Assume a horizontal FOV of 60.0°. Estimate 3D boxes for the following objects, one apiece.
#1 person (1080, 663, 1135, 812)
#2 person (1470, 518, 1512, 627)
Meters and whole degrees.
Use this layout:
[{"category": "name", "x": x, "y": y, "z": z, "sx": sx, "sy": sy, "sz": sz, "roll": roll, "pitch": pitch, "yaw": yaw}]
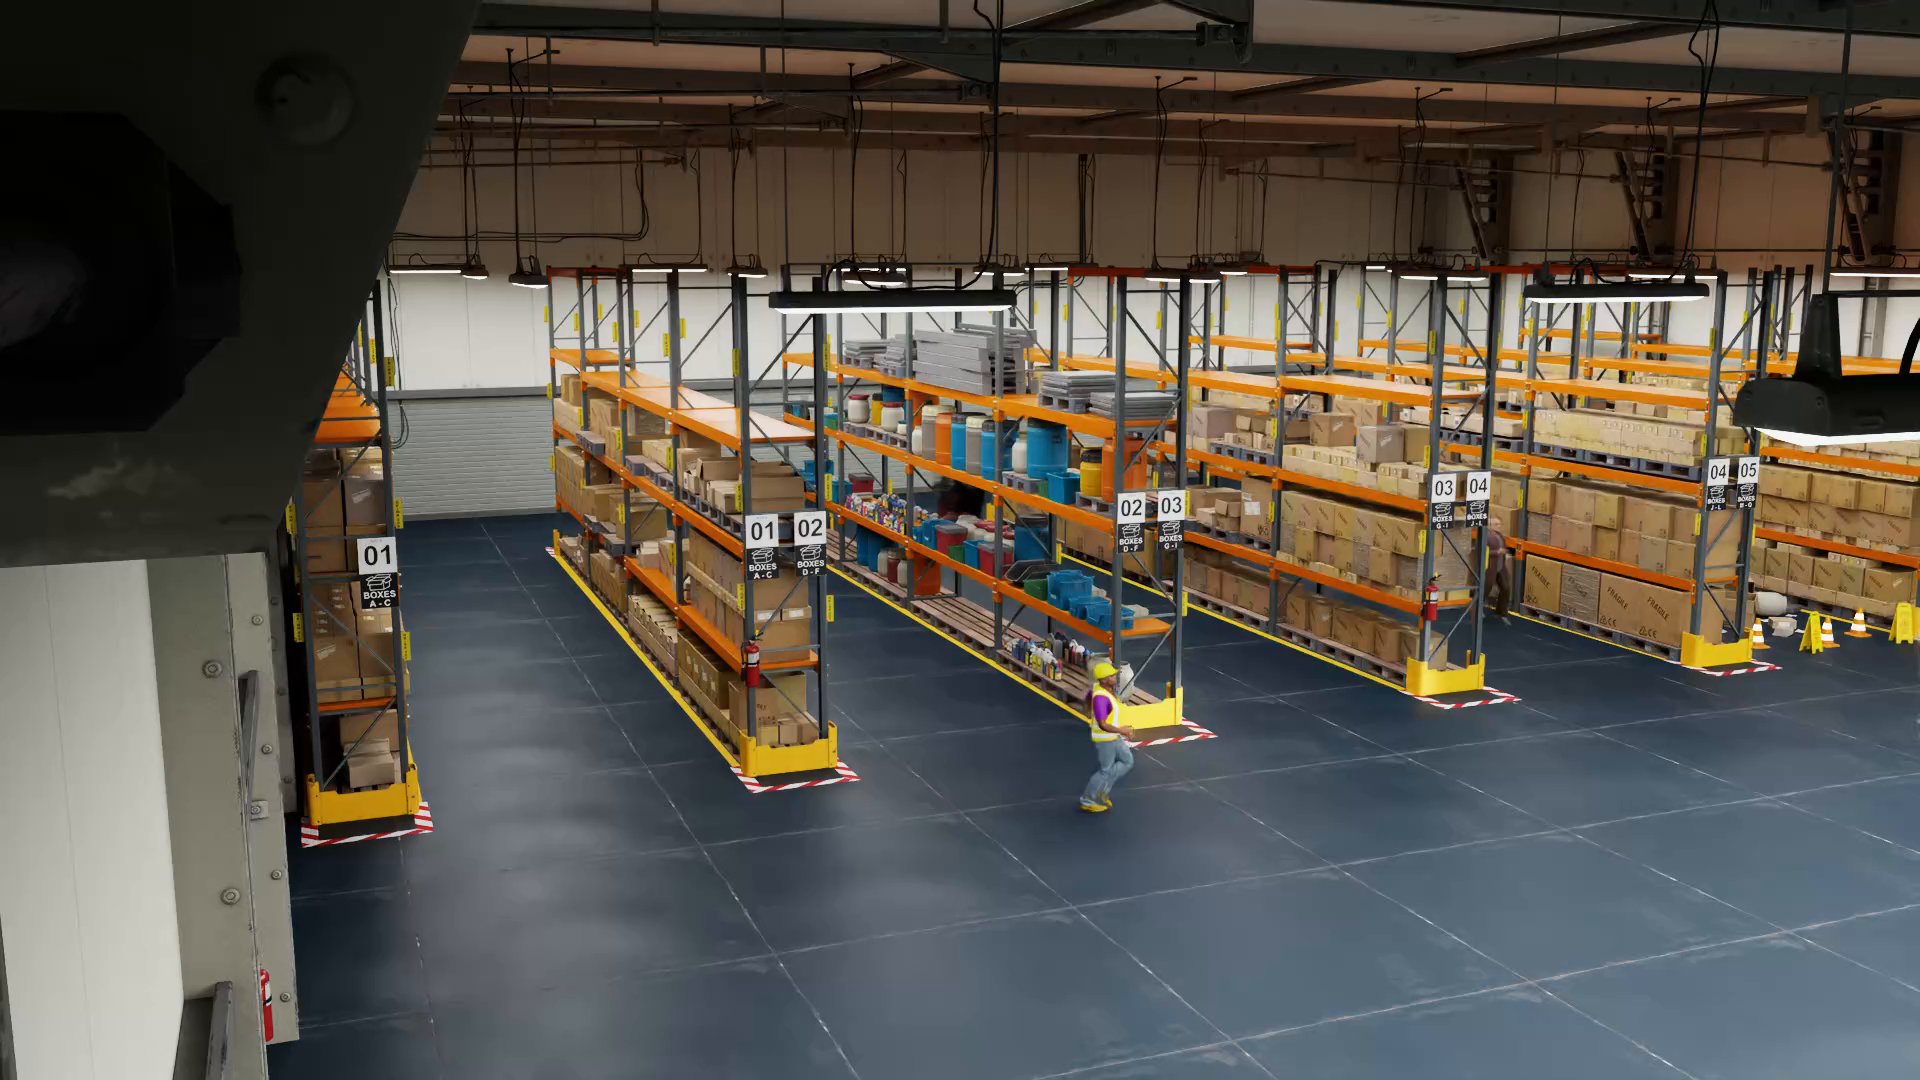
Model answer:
[{"category": "person", "x": 1.673, "y": 2.227, "z": 18.841, "sx": 0.617, "sy": 1.725, "sz": 0.702, "roll": 2, "pitch": 10, "yaw": 9}, {"category": "person", "x": 9.095, "y": 0.529, "z": 28.414, "sx": 0.685, "sy": 1.831, "sz": 0.830, "roll": -5, "pitch": 11, "yaw": -26}]
